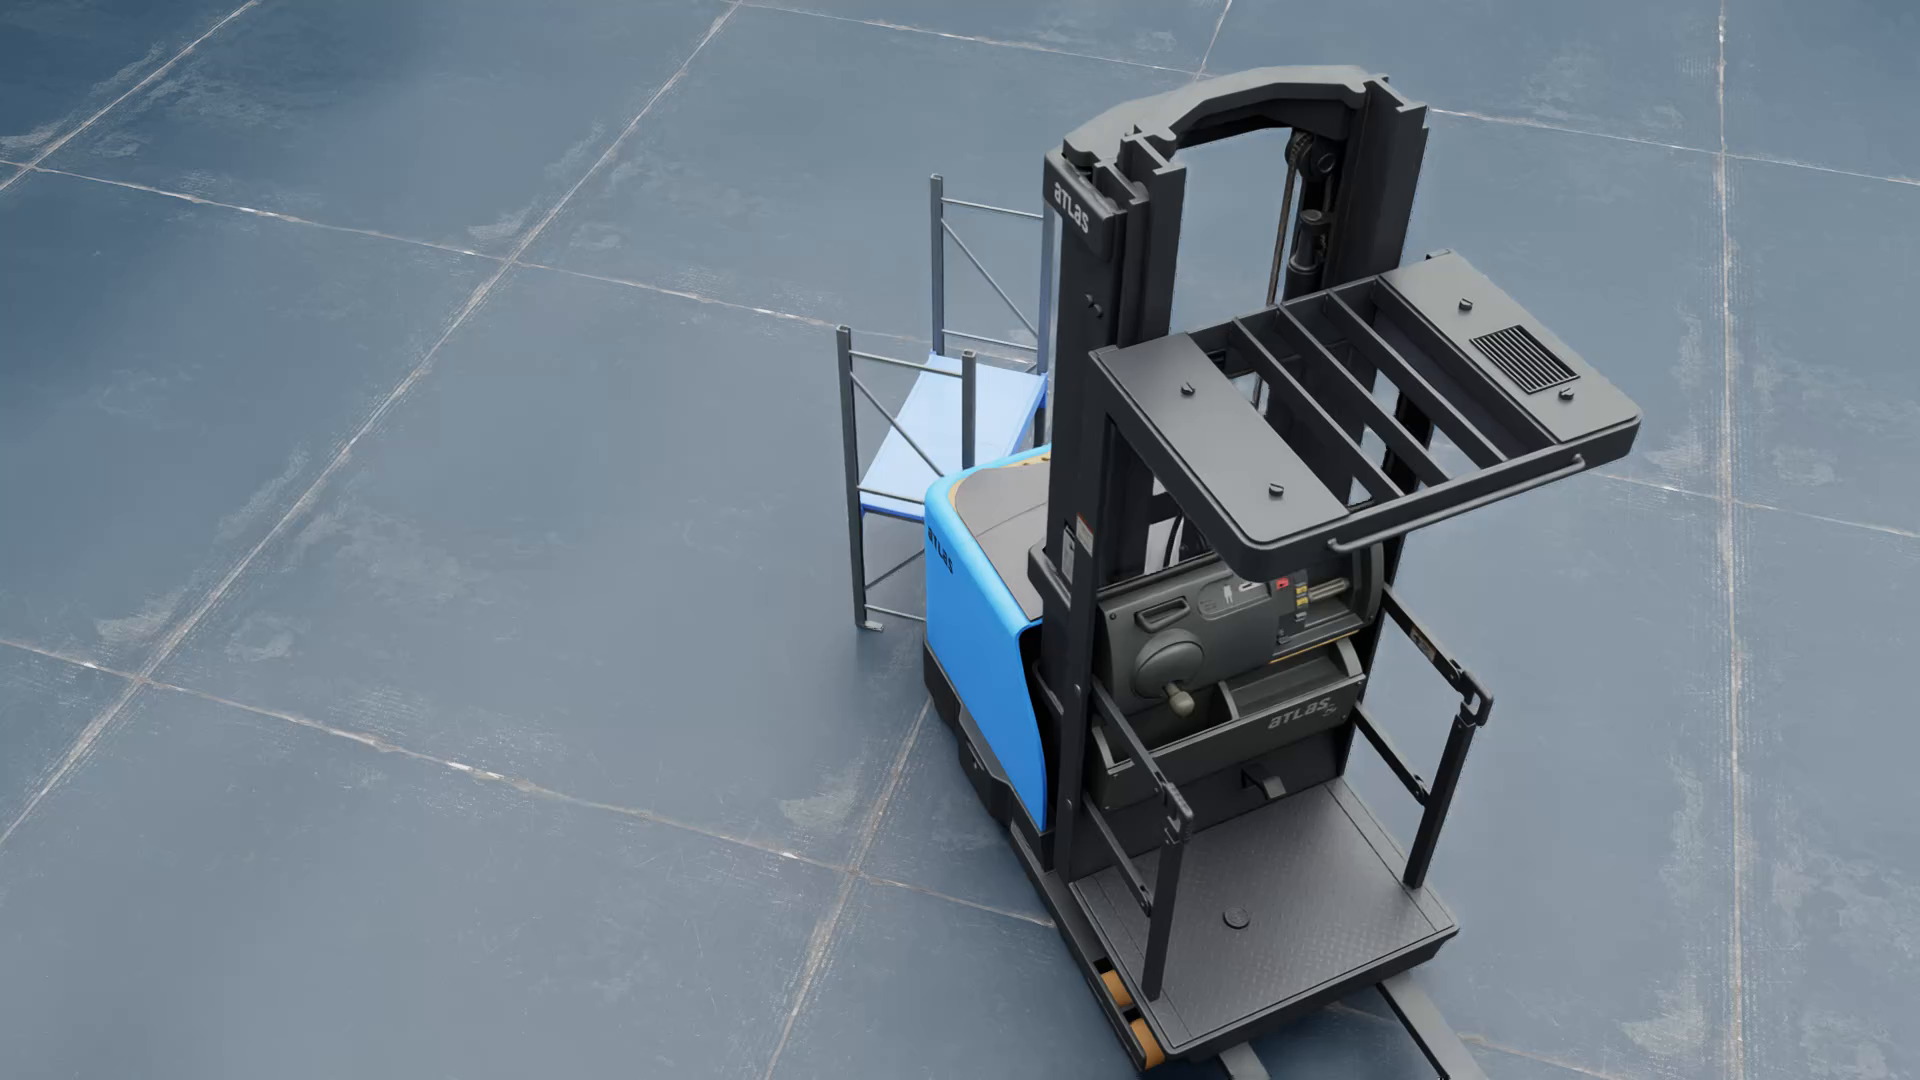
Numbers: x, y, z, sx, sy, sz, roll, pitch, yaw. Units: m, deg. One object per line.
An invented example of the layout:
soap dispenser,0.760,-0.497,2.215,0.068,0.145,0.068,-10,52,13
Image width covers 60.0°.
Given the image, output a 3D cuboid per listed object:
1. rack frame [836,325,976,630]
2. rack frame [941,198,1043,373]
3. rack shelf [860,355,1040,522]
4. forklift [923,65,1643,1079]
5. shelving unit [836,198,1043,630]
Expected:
rack frame,-0.187,-0.148,6.227,0.500,1.500,0.032,13,46,13
rack frame,0.128,-0.824,6.918,0.475,1.308,0.013,13,46,13
rack shelf,-0.030,-0.405,6.652,0.459,0.026,0.952,13,46,13
forklift,0.931,0.312,4.734,1.130,2.935,3.031,-18,47,-17
shelving unit,-0.031,-0.483,6.570,0.500,1.500,1.039,13,46,13
